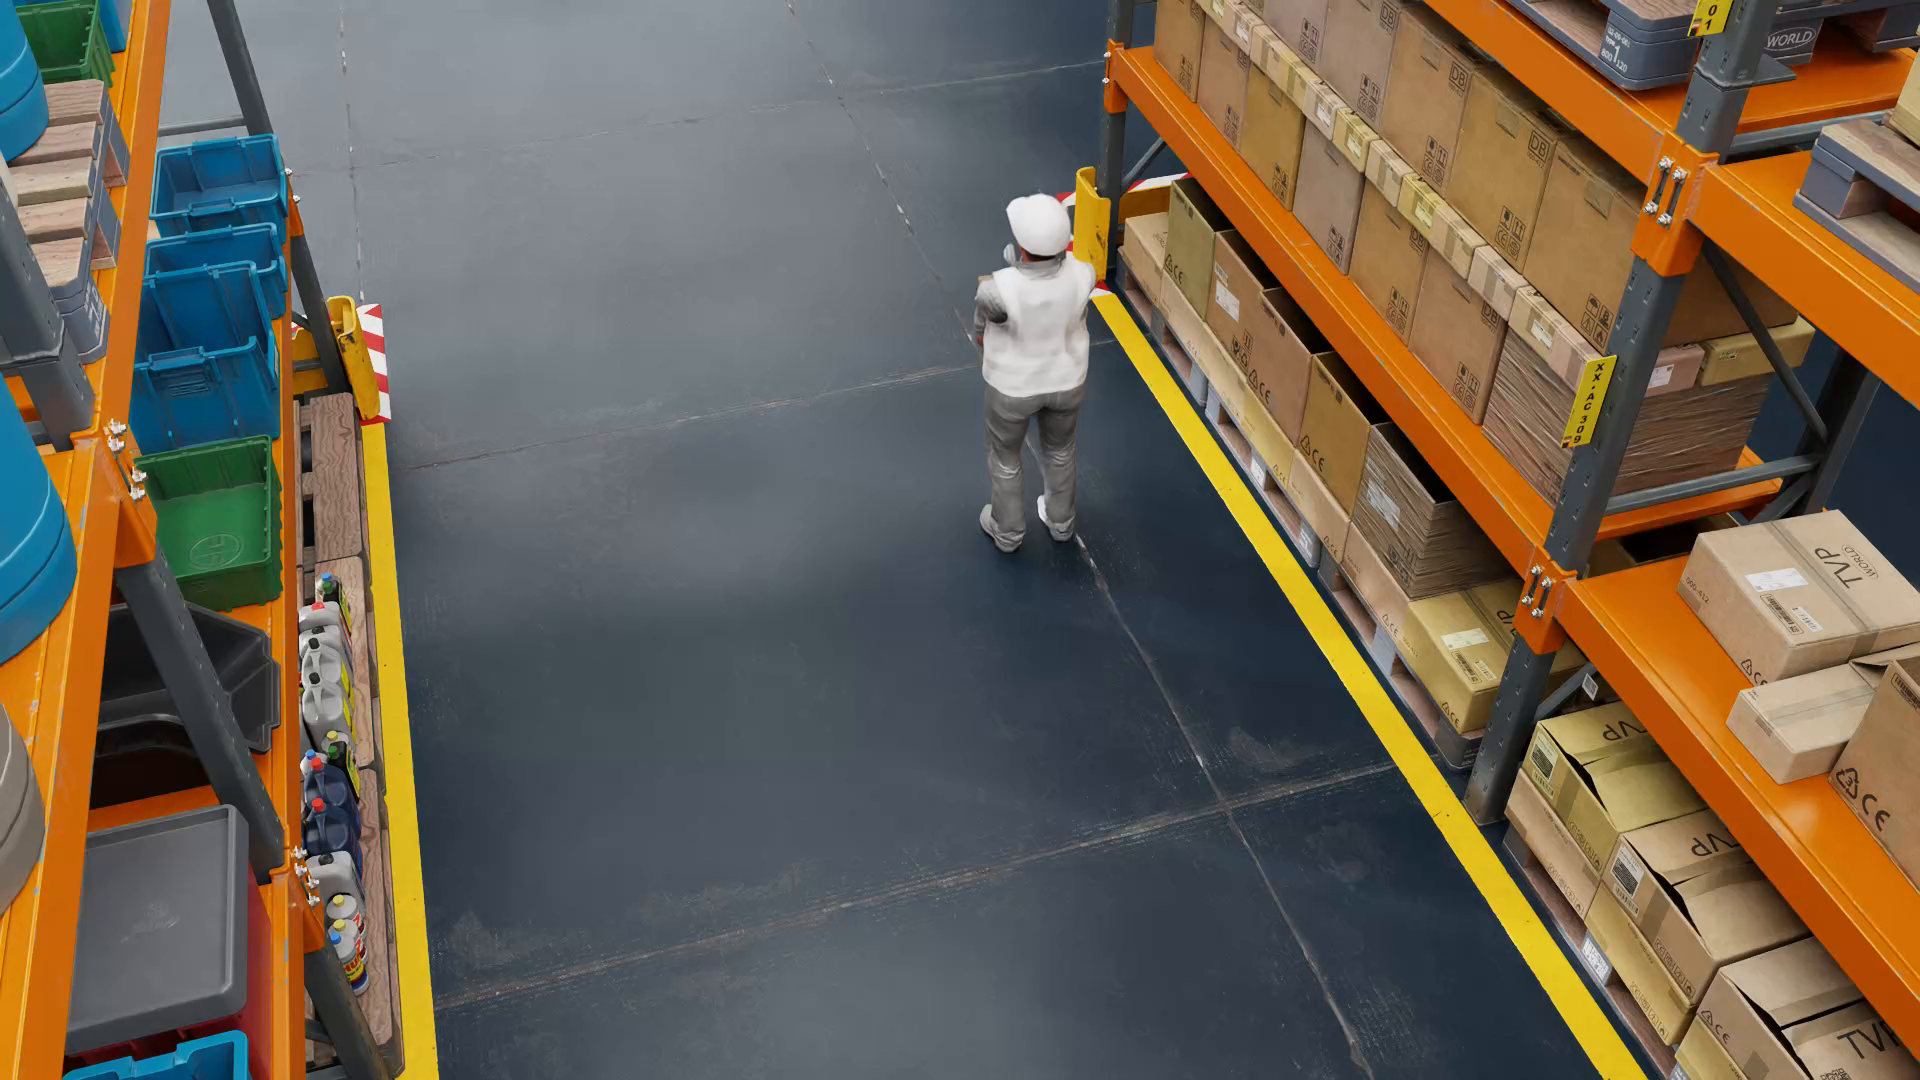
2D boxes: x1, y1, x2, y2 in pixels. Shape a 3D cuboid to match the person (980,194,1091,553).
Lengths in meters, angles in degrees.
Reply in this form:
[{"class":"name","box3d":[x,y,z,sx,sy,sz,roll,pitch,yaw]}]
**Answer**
[{"class":"person","box3d":[0.310,-0.686,6.910,0.446,1.762,0.388,-11,43,-12]}]
